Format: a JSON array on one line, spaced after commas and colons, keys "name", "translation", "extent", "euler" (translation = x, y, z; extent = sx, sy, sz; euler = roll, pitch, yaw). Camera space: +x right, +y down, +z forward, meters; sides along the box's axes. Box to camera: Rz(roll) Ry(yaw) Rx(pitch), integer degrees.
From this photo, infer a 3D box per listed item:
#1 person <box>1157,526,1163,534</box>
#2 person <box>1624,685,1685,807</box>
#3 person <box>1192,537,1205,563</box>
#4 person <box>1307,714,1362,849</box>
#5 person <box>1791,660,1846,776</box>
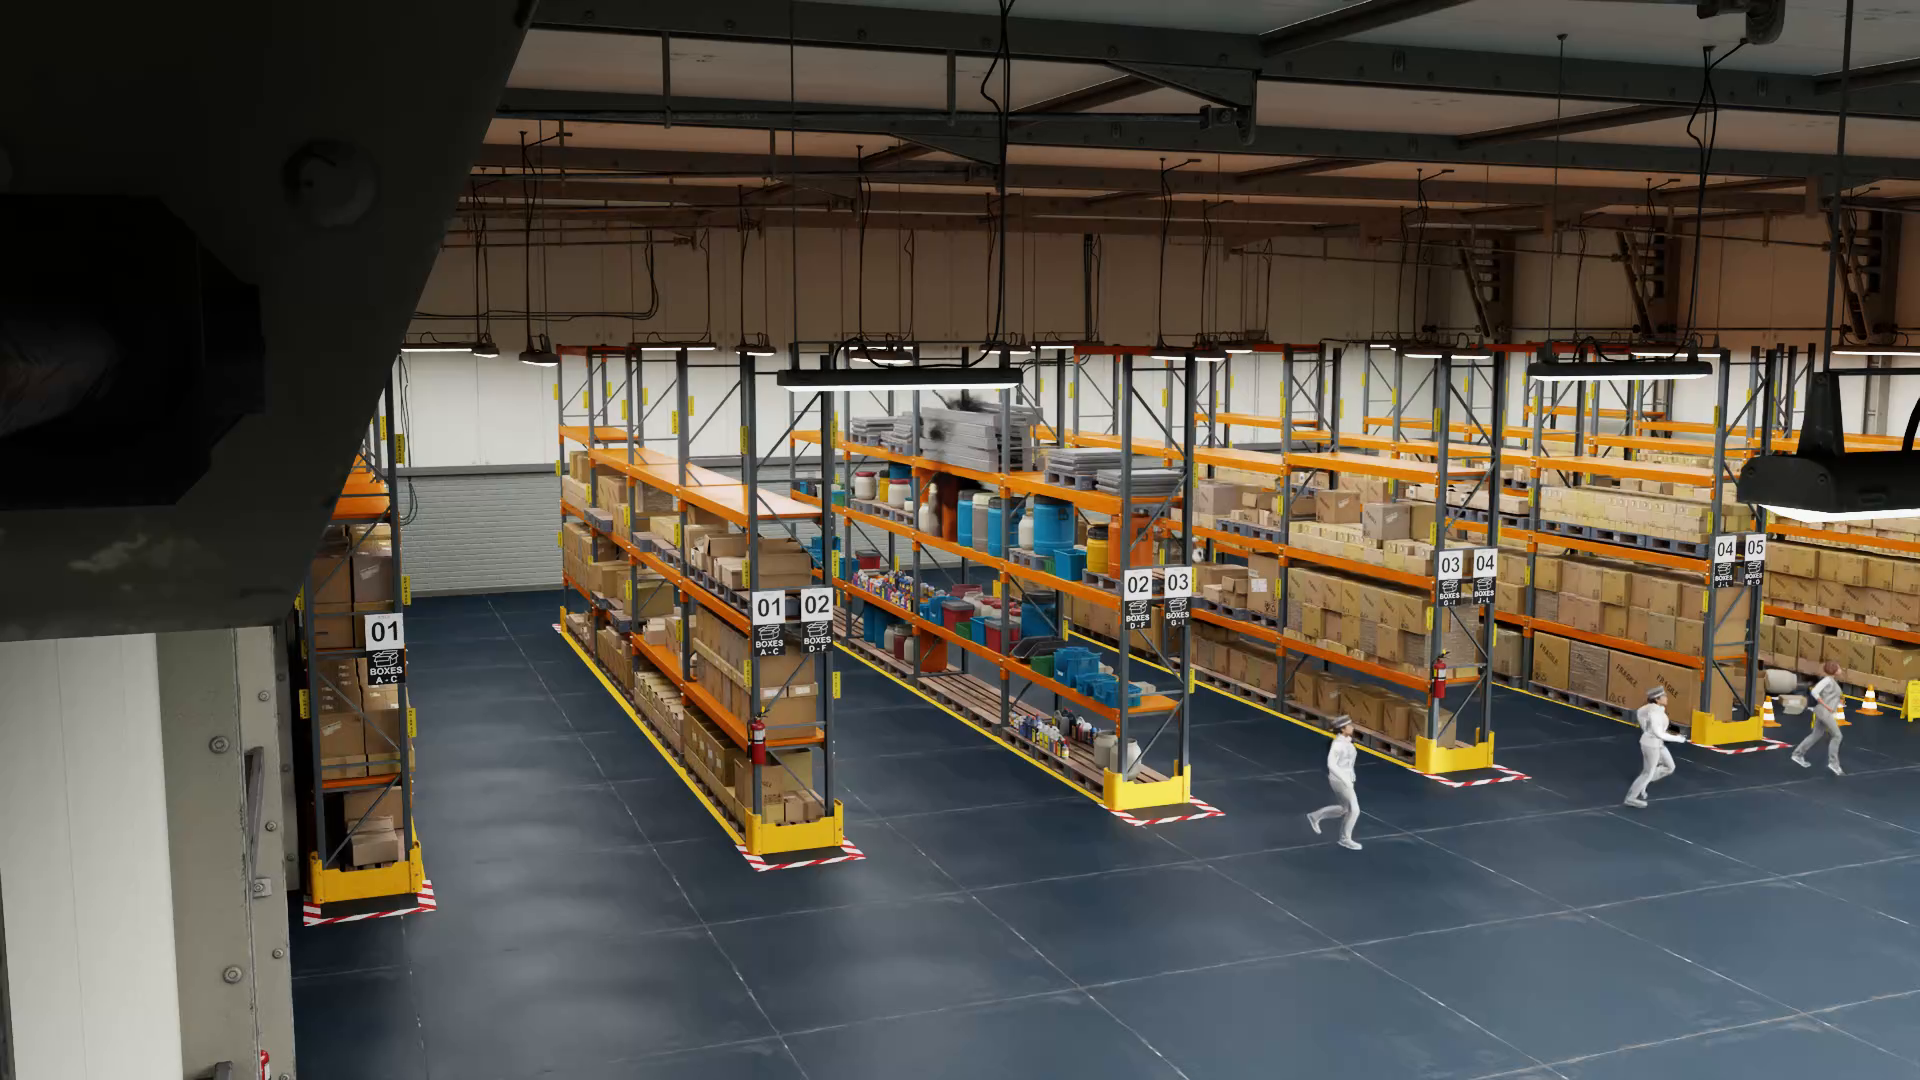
[{"name": "person", "translation": [4.872, 0.351, 41.015], "extent": [0.556, 1.544, 0.569], "euler": [-7, 10, -42]}, {"name": "person", "translation": [9.208, 2.716, 22.017], "extent": [0.703, 1.649, 0.634], "euler": [3, 8, 22]}, {"name": "person", "translation": [5.234, 0.761, 37.492], "extent": [0.553, 1.697, 0.859], "euler": [-2, 8, -18]}, {"name": "person", "translation": [4.602, 2.938, 20.384], "extent": [0.681, 1.668, 0.642], "euler": [2, 8, 18]}, {"name": "person", "translation": [12.354, 2.528, 23.830], "extent": [0.702, 1.644, 0.567], "euler": [4, 8, 29]}]
